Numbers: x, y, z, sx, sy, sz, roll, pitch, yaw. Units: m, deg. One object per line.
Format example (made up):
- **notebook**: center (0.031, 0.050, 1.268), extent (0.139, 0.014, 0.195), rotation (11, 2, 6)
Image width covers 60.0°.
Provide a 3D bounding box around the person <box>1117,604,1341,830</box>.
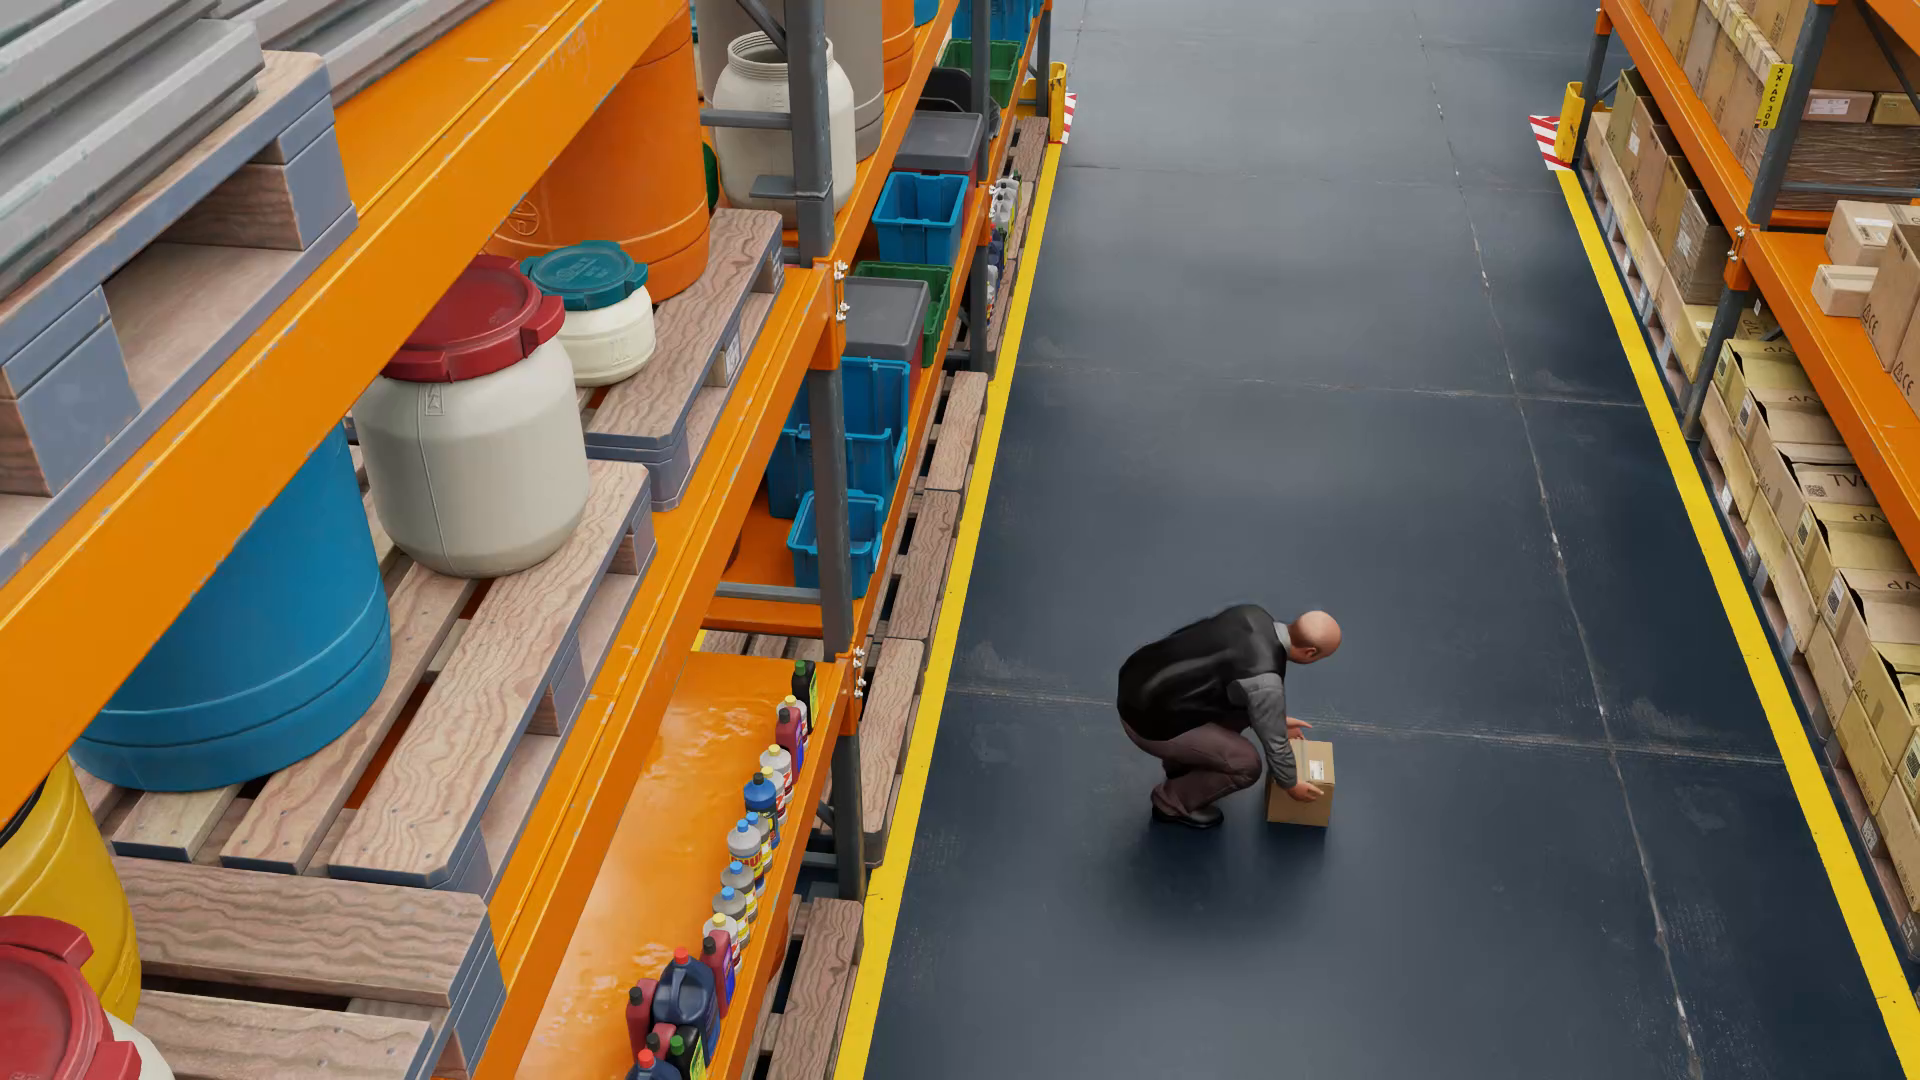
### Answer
- **person**: center (1.070, 0.683, 6.782), extent (0.859, 0.963, 0.547), rotation (4, 36, 6)
